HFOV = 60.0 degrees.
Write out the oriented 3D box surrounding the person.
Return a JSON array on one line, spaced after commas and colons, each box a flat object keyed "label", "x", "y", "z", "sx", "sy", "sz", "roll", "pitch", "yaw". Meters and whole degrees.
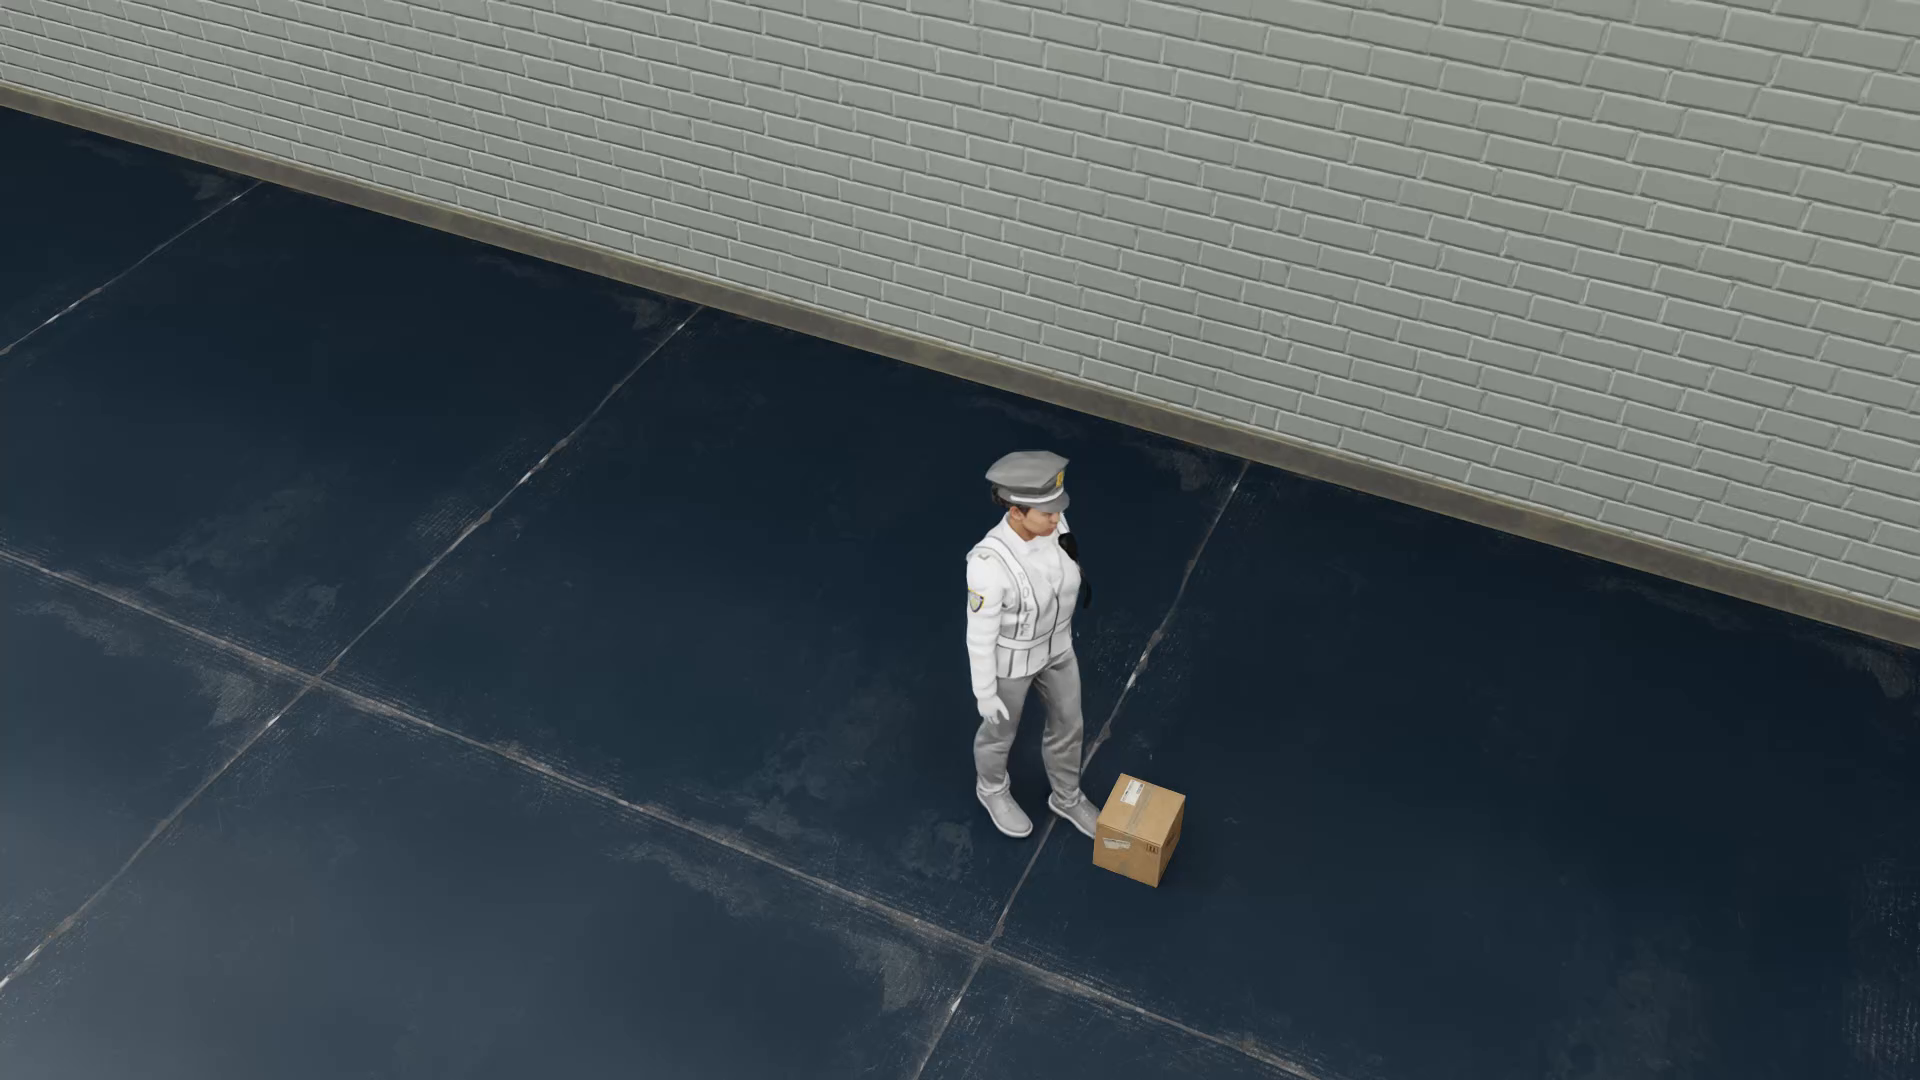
[{"label": "person", "x": 0.276, "y": 0.448, "z": 5.664, "sx": 0.516, "sy": 1.709, "sz": 0.505, "roll": -33, "pitch": 52, "yaw": -31}]
